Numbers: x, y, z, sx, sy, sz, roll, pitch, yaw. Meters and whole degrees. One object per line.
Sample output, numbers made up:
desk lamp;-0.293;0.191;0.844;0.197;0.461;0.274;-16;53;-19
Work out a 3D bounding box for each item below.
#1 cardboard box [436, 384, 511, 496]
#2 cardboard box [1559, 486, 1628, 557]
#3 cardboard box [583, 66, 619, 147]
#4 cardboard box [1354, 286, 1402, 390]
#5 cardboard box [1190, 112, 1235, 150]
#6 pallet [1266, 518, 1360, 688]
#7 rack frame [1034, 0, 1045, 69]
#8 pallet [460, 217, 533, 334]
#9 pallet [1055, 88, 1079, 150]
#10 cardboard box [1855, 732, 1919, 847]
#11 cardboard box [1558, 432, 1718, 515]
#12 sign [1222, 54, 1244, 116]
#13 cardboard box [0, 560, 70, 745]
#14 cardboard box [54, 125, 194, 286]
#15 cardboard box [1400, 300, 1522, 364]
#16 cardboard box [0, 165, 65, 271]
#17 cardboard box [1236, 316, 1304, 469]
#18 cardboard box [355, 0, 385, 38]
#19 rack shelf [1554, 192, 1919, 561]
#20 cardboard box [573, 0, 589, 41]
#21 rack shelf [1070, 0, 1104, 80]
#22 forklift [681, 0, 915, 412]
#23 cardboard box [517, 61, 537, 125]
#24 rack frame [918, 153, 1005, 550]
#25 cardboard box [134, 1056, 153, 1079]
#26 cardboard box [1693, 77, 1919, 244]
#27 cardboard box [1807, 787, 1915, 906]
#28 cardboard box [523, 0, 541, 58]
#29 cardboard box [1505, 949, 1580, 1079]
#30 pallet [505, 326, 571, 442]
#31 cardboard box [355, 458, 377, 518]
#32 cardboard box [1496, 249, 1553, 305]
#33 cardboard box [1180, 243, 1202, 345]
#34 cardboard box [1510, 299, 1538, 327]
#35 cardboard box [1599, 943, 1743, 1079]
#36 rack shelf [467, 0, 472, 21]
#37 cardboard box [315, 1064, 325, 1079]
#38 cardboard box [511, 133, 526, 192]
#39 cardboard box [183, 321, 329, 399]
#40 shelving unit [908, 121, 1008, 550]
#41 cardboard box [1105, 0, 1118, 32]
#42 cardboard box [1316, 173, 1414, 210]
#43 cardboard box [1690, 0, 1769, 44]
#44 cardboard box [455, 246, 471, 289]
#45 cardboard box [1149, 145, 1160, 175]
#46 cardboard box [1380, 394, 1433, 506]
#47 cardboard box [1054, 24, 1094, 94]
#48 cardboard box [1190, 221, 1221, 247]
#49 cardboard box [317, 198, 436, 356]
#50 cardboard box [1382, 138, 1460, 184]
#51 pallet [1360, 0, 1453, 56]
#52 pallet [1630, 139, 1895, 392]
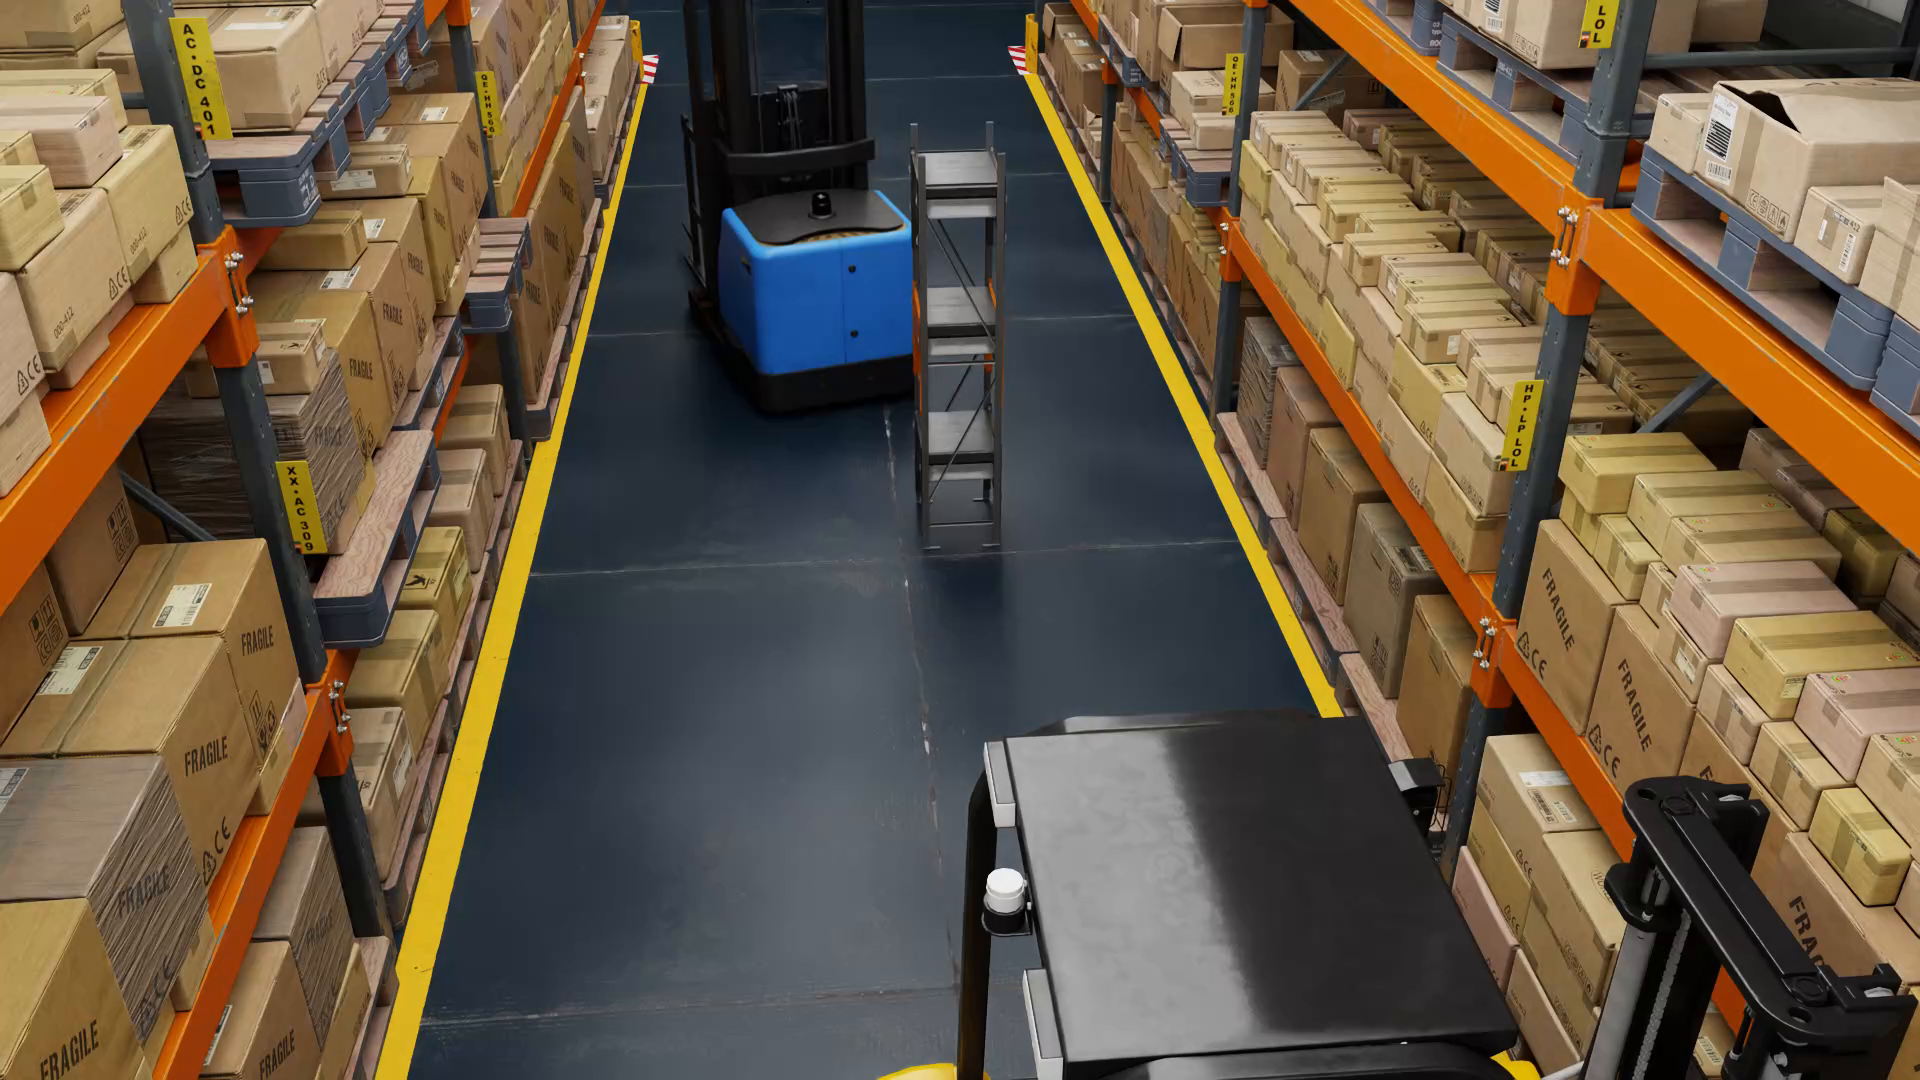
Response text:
cardboard box;-2.911;-0.502;8.819;0.950;0.372;0.625;-5;31;-8
cardboard box;2.129;-0.083;5.233;0.380;0.149;0.250;-3;31;-5
cardboard box;-3.364;-3.644;14.015;0.875;0.438;0.875;-4;31;-6
cardboard box;1.964;-0.849;6.905;0.500;0.250;0.500;-2;31;-4
cardboard box;1.544;-2.368;9.625;0.380;0.149;0.250;-2;31;-4
pallet;2.137;0.262;8.106;1.003;0.211;1.213;-3;31;-5
rack frame;1.240;-6.063;15.976;1.000;3.000;0.127;-3;31;-5
pallet;-2.781;-1.298;8.185;1.213;0.211;1.003;-3;31;-5
pallet;1.434;-3.799;14.904;1.003;0.211;1.213;-3;31;-5
cardboard box;2.336;0.571;3.848;0.380;0.149;0.250;-3;31;-4
cardboard box;2.096;-0.209;5.154;0.380;0.149;0.250;-2;31;-4
sign;1.448;-2.411;8.810;0.100;0.325;0.005;-3;31;-5
cardboard box;-2.729;0.200;4.127;0.700;0.500;0.500;-3;31;-4
cardboard box;-2.271;-0.835;4.153;0.500;0.250;0.500;-3;31;-5
cardboard box;1.939;-0.808;6.448;0.380;0.149;0.250;-4;31;-6
cardboard box;-2.143;-0.676;3.498;0.380;0.149;0.250;-2;31;-3
cardboard box;2.032;-0.821;9.105;0.875;0.625;0.625;-2;31;-3
cardboard box;-2.353;-1.933;5.873;0.500;0.250;0.500;-3;31;-5
rack shelf;2.548;0.105;3.425;1.077;0.370;4.000;-3;31;-5
cardboard box;-3.111;-4.076;12.552;0.500;0.500;0.500;-2;31;-3
rack shelf;1.427;-4.733;14.451;1.077;0.370;4.000;-3;31;-5
forklift;-1.204;-2.763;10.518;1.130;2.935;3.031;-11;33;-17
cardboard box;-2.837;-2.679;9.969;0.500;0.250;0.500;-3;31;-5
rack frame;0.007;-0.861;8.144;0.400;2.100;0.015;-3;31;-5
cardboard box;-2.094;1.341;3.825;0.380;0.149;0.250;-2;31;-4
cardboard box;2.196;-0.973;4.109;0.500;0.311;0.500;-2;31;-4
cardboard box;2.254;0.708;3.910;0.380;0.149;0.250;-3;31;-6
cardboard box;-2.889;-3.250;10.194;0.500;0.500;0.500;-2;31;-4
cardboard box;2.140;1.585;5.443;0.500;0.250;0.500;-3;31;-6
pallet;-2.953;-0.948;10.132;1.003;0.211;1.213;-3;31;-5
cardboard box;-2.332;-0.195;5.986;0.380;0.149;0.250;-2;31;-4
cardboard box;2.476;-1.101;6.939;0.380;0.149;0.250;-3;31;-5
cardboard box;1.698;-1.548;10.444;0.500;0.500;0.500;-3;31;-5
cardboard box;2.496;-0.878;6.954;0.500;0.250;0.500;-3;31;-6
cardboard box;2.190;1.411;4.759;0.500;0.250;0.500;-2;31;-3
rack shelf;-3.141;-3.739;9.861;1.077;0.370;4.000;-3;31;-5
cardboard box;-2.198;1.864;4.977;0.500;0.250;0.500;-4;31;-6
cardboard box;-2.815;-2.198;9.651;0.500;0.250;0.500;-4;31;-6
cardboard box;-2.272;-0.583;5.372;0.380;0.149;0.250;-3;31;-5
shelving unit;-0.015;-0.986;8.353;0.431;2.100;0.503;-3;31;-5
cardboard box;1.436;-3.987;11.992;0.700;0.500;0.500;-2;31;-3
cardboard box;1.890;-1.598;7.769;0.380;0.149;0.250;-2;31;-4
cardboard box;2.477;-1.783;5.622;0.380;0.149;0.250;-3;31;-5
cardboard box;-2.508;-1.267;7.781;0.380;0.149;0.250;-4;31;-7
cardboard box;1.546;-2.674;11.697;0.380;0.149;0.250;-3;31;-5
cardboard box;2.001;-0.374;6.596;0.500;0.250;0.500;-3;31;-5
cardboard box;1.244;-4.415;15.245;0.700;0.500;0.500;-2;31;-3
cardboard box;1.652;-1.879;10.366;0.380;0.149;0.250;-4;31;-6
cardboard box;-2.477;-1.072;6.822;0.500;0.500;0.500;-4;31;-7
cardboard box;2.319;-1.881;8.243;0.380;0.149;0.250;-3;31;-5
pallet;2.247;-2.273;6.889;1.003;0.211;1.213;-1;31;-2
pallet;2.467;-0.752;4.245;1.003;0.211;1.213;-3;31;-5
